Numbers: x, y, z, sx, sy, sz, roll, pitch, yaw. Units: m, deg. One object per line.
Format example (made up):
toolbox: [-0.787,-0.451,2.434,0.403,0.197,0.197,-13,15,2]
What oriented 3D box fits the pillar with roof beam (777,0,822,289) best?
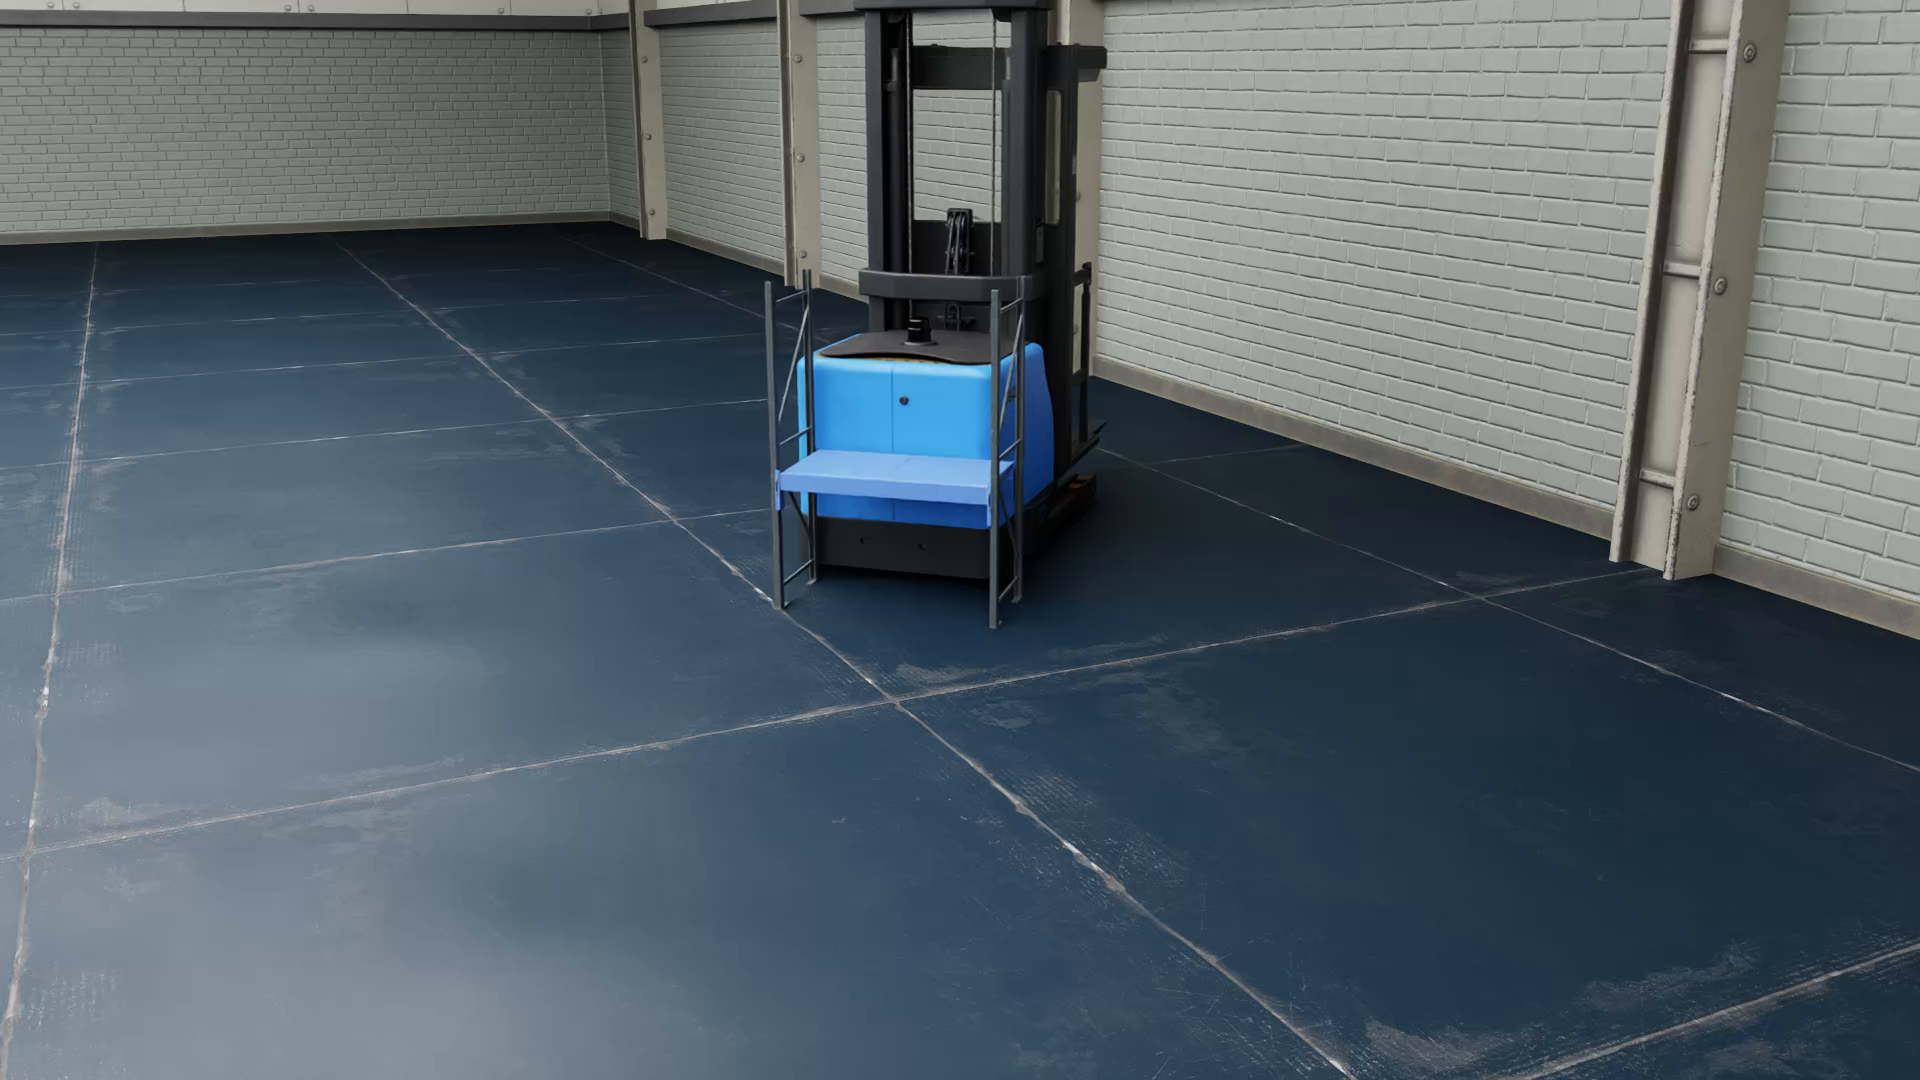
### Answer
pillar with roof beam: [-5.624,-6.652,15.616,9.100,9.000,0.400,-8,18,-25]

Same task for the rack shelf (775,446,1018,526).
rack shelf: [-0.277,-0.253,7.565,1.000,0.185,0.538,4,17,15]

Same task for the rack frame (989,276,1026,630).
rack frame: [0.213,-0.388,7.384,0.032,1.500,0.500,4,17,15]

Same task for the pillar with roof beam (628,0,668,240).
pillar with roof beam: [-8.253,-8.140,20.800,9.100,9.000,0.400,-8,18,-25]

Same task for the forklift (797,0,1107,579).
forklift: [0.144,-1.588,8.972,1.130,2.935,3.031,5,17,17]

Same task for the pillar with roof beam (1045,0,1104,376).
pillar with roof beam: [-2.996,-5.164,10.432,9.100,9.000,0.400,-8,18,-25]

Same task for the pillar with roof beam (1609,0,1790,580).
pillar with roof beam: [-0.367,-3.676,5.247,9.100,9.000,0.400,-8,18,-25]

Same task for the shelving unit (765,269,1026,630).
shelving unit: [-0.277,-0.426,7.516,1.048,1.500,0.538,4,17,15]

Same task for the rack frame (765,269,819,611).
rack frame: [-0.767,-0.464,7.647,0.032,1.500,0.500,4,17,15]
